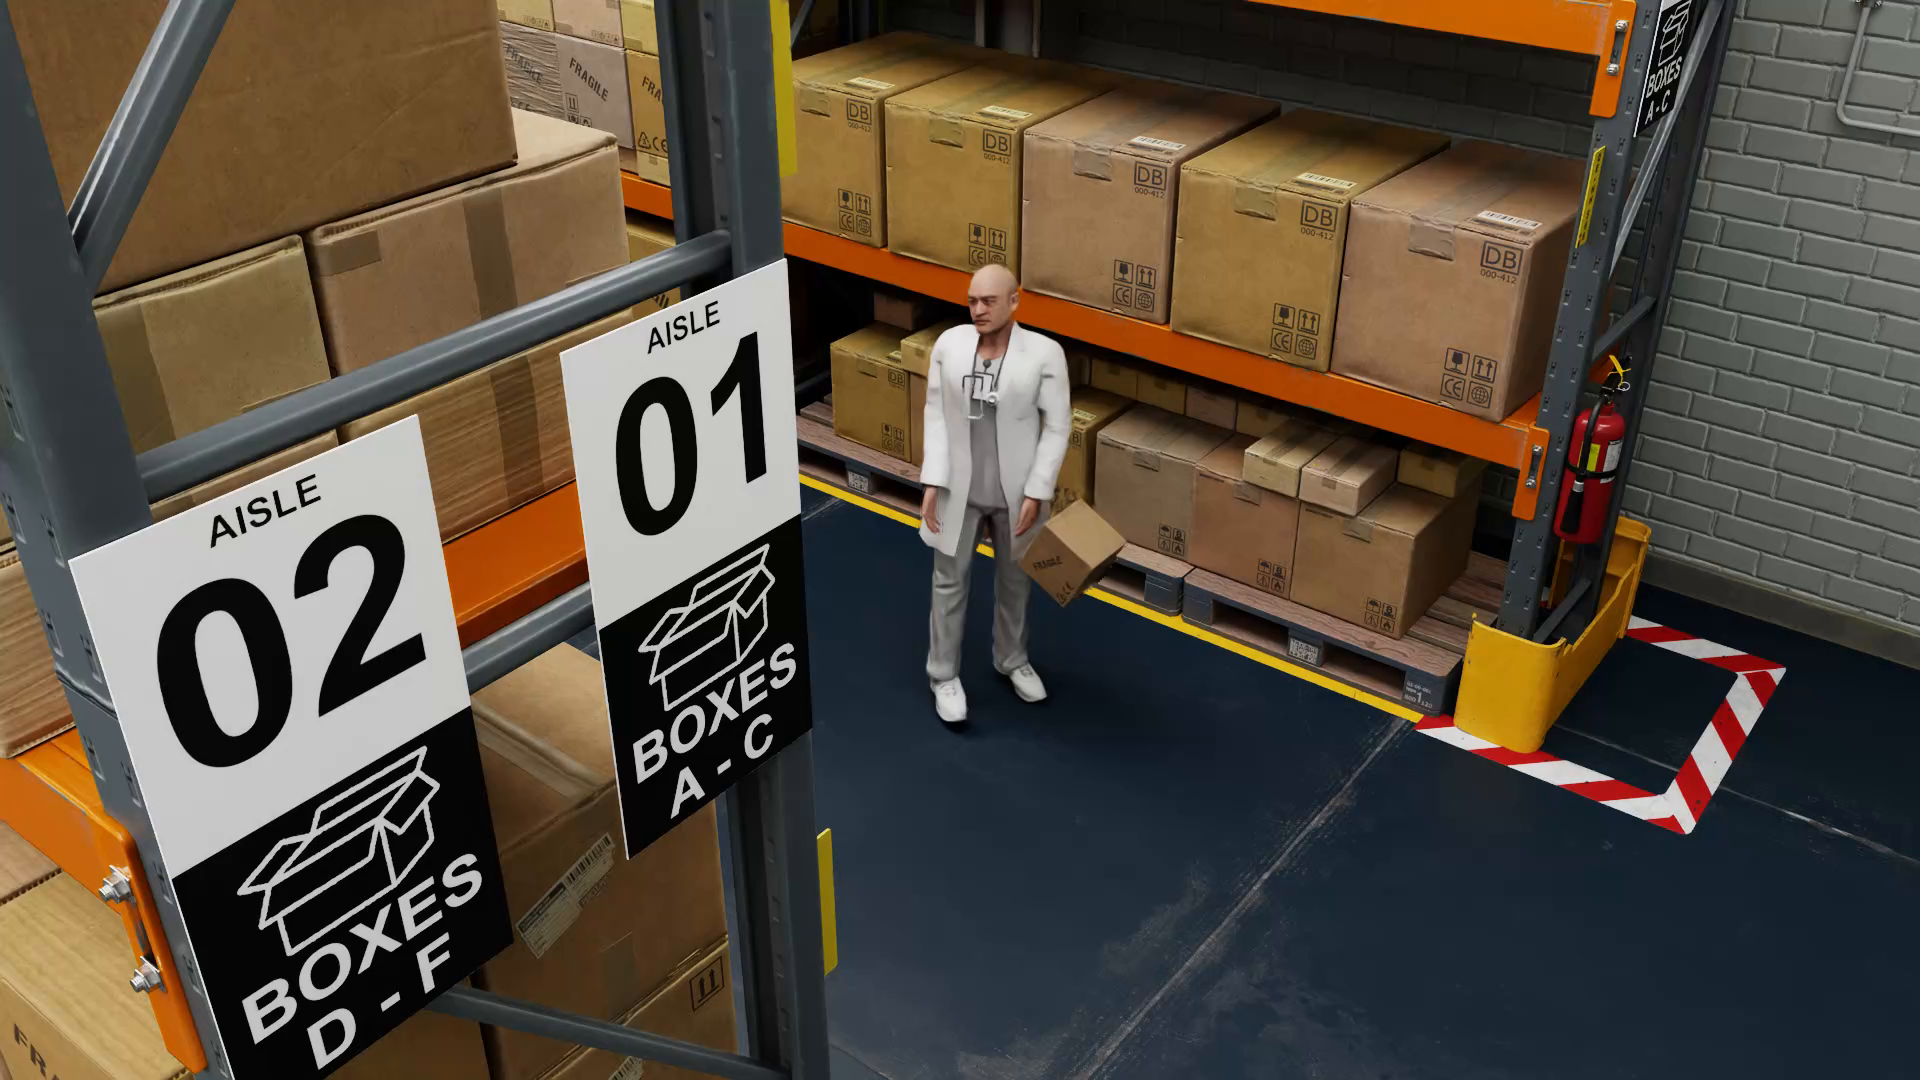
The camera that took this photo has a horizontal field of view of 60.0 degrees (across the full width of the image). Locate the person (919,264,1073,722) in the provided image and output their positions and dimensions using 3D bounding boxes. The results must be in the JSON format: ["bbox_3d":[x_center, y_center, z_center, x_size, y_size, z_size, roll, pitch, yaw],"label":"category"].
[{"bbox_3d":[0.123,-0.145,6.362,0.580,1.782,0.577,4,31,8],"label":"person"}]
